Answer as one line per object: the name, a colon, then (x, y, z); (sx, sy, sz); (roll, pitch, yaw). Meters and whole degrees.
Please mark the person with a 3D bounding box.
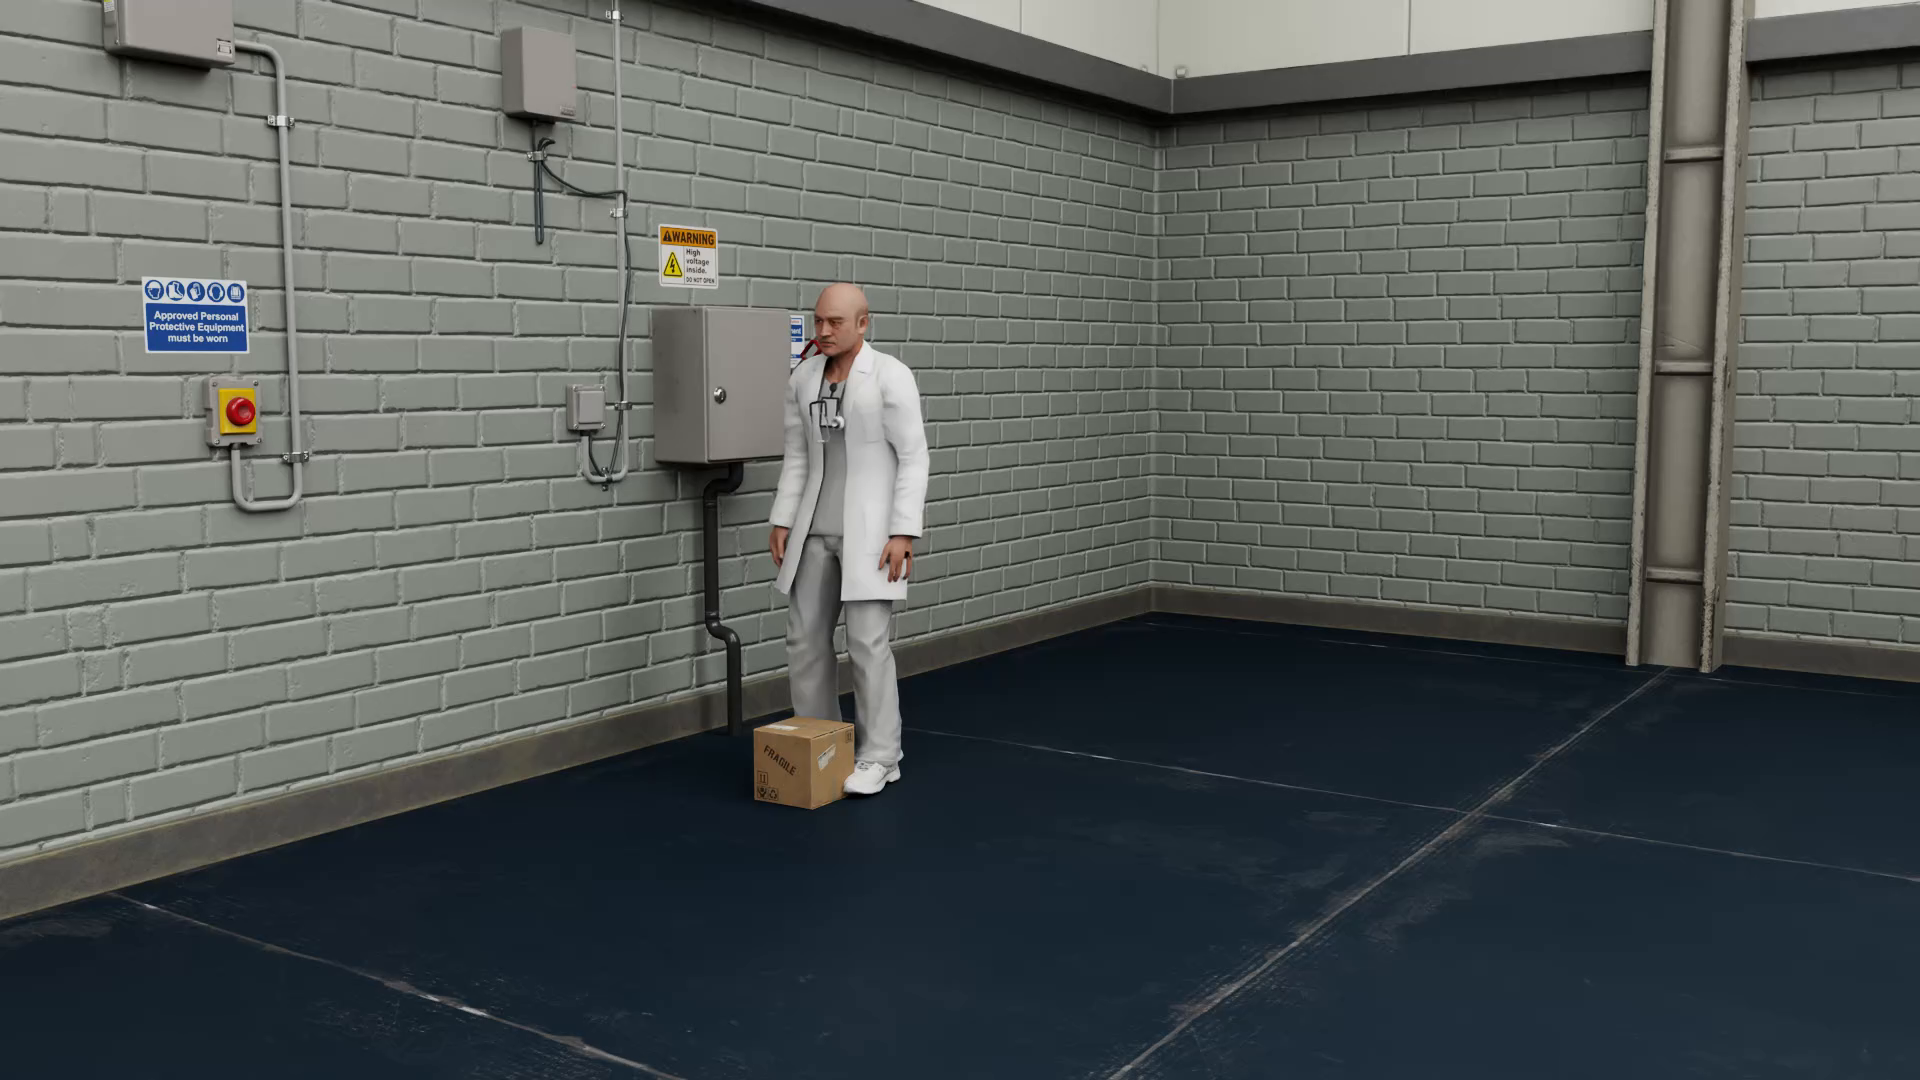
person: (-0.407, -0.013, 5.887); (0.642, 1.773, 0.424); (4, 7, 32)
